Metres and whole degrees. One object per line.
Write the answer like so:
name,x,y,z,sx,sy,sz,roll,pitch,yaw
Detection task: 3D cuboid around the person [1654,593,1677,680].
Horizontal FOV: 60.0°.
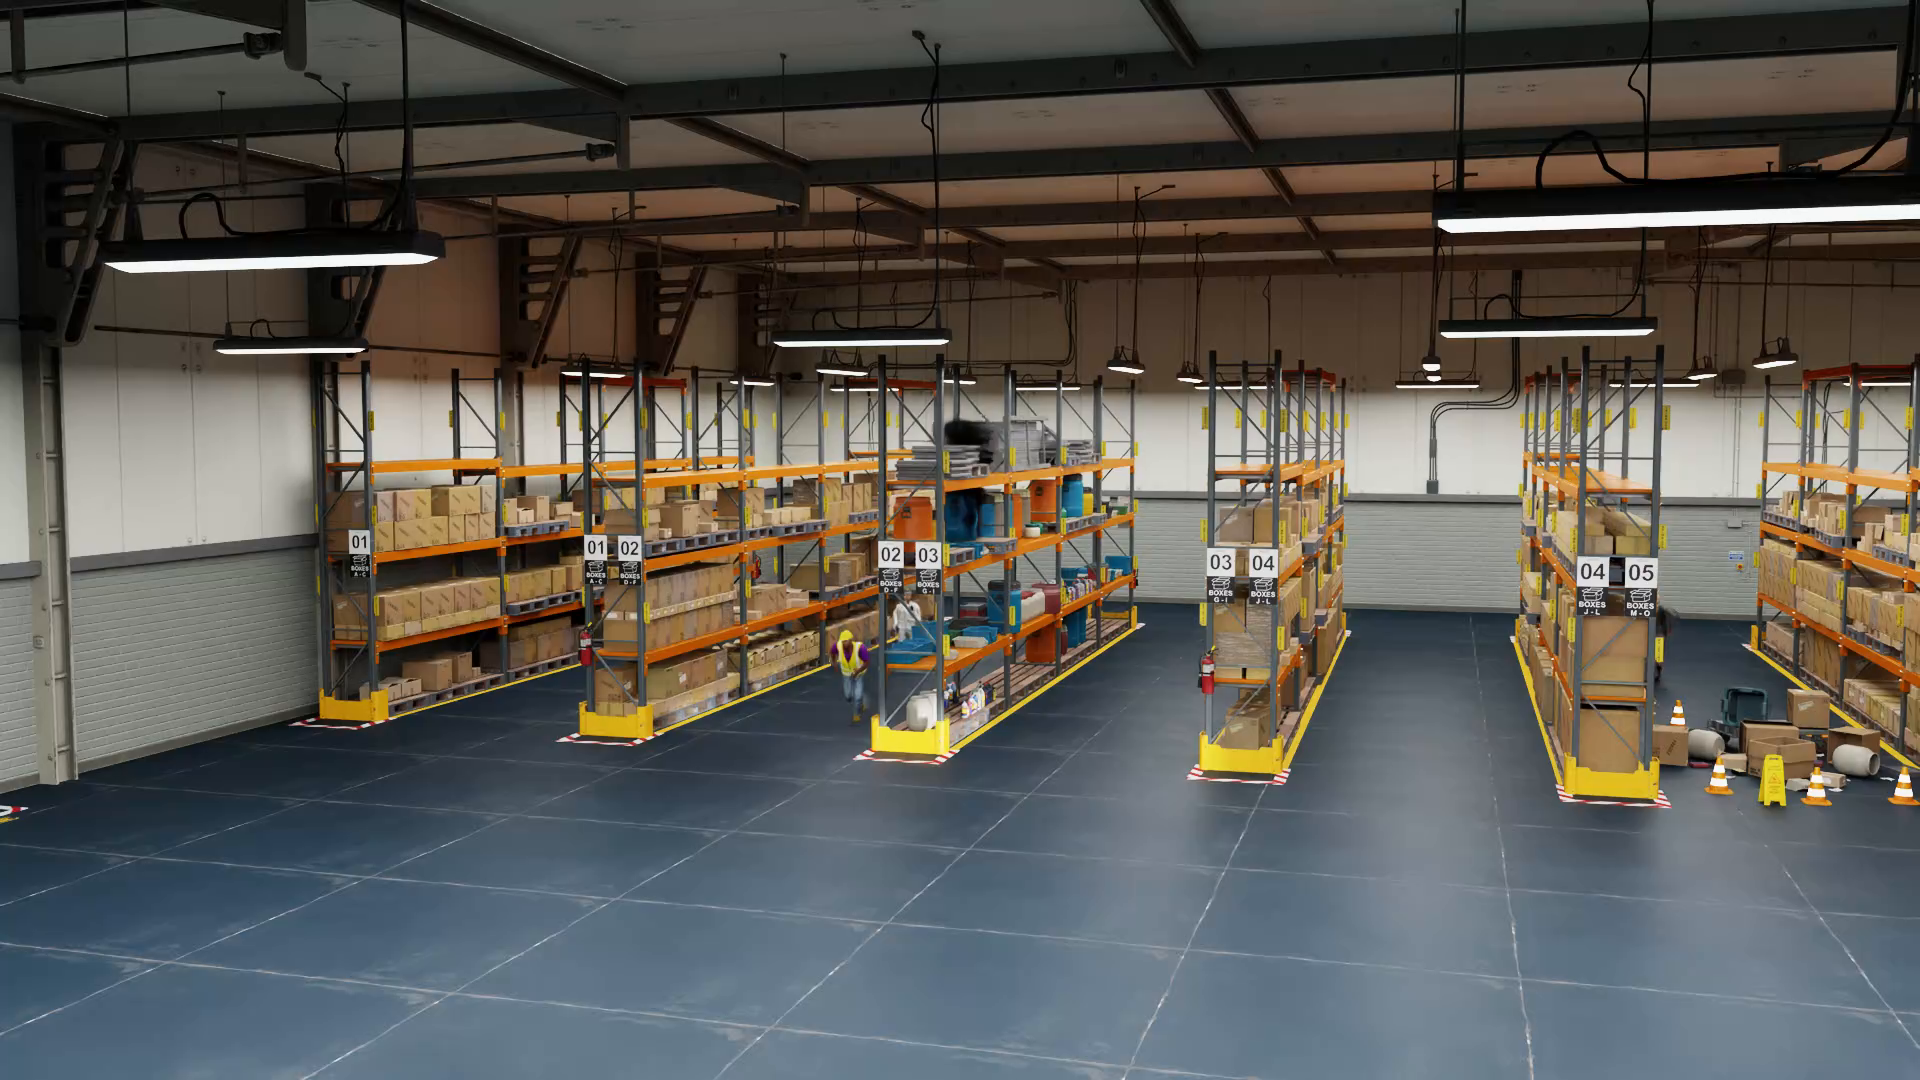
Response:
person,13.470,1.851,32.192,0.711,1.681,0.613,1,4,16

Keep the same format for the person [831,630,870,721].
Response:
person,-1.834,2.252,27.627,0.729,1.572,0.837,1,4,17

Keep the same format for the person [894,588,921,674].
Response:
person,-1.064,1.802,33.023,0.584,1.718,0.695,0,4,6

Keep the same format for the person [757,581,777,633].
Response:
person,-4.249,1.630,36.599,0.581,1.515,0.806,0,4,1
